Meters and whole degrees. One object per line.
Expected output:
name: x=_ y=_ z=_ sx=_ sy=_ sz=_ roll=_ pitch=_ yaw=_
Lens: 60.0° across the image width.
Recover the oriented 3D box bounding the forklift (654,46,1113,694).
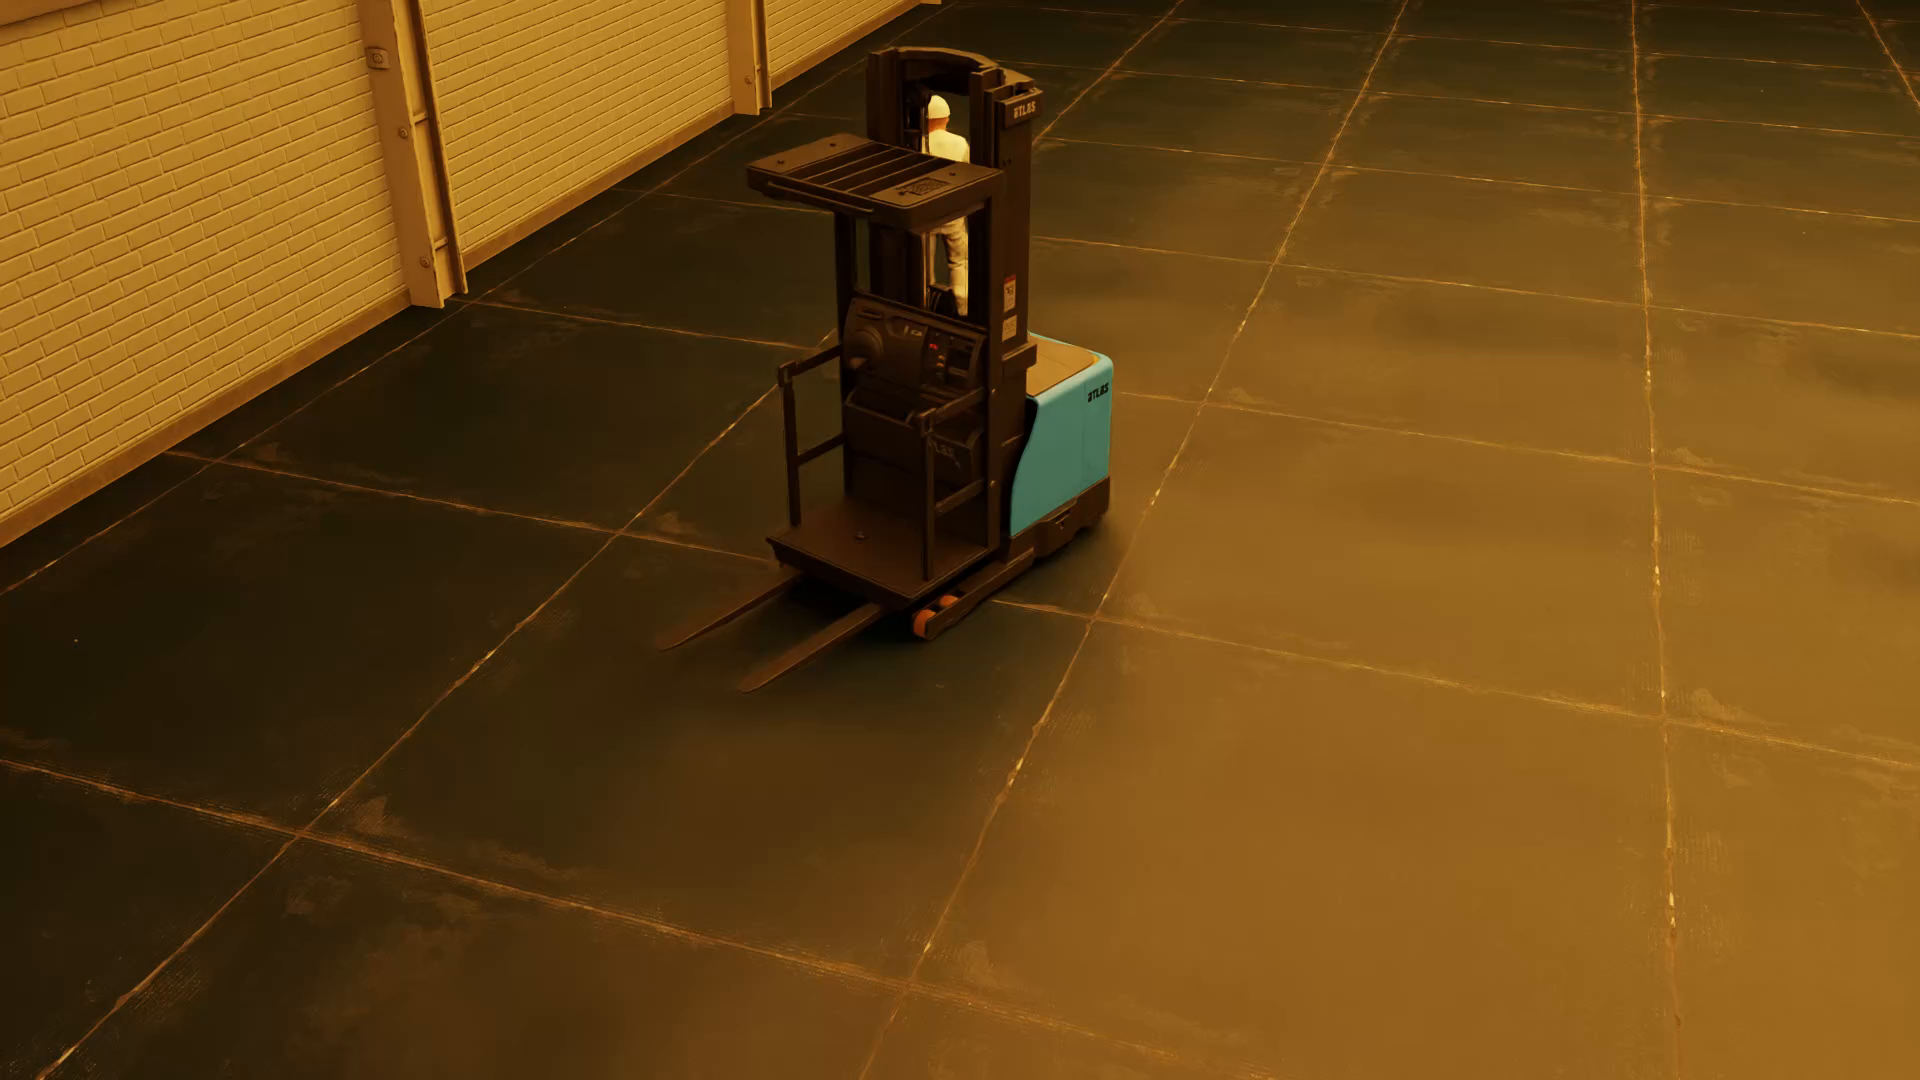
forklift: x=-0.391 y=-1.003 z=8.896 sx=1.130 sy=2.935 sz=3.031 roll=22 pitch=36 yaw=33

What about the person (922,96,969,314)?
person: x=-0.152 y=-2.467 z=12.633 sx=0.607 sy=1.777 sz=0.451 roll=-1 pitch=30 yaw=-2
